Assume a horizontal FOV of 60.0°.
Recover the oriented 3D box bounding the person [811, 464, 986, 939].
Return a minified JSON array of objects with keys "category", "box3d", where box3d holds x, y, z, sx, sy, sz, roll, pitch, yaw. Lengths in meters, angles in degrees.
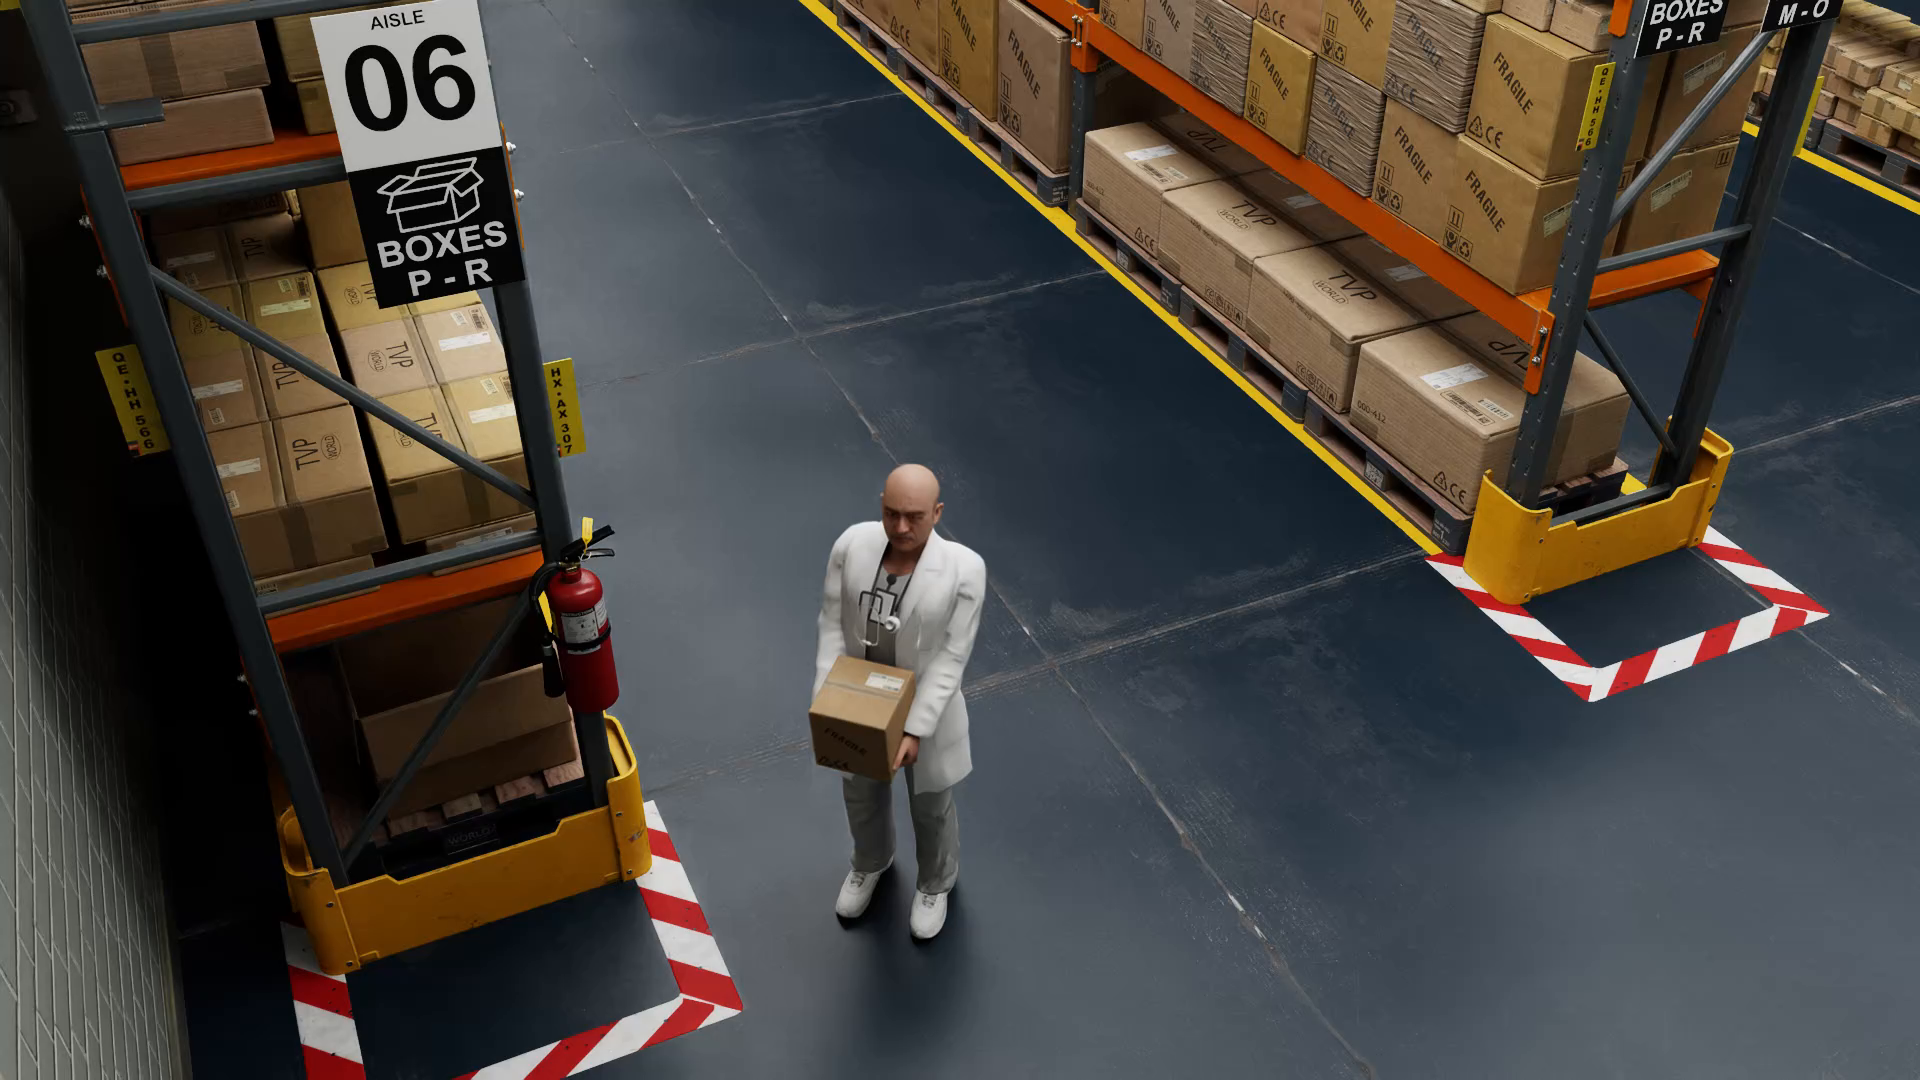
[{"category":"person","box3d":[-0.224,0.597,5.369,0.531,1.769,0.563,12,38,15]}]
